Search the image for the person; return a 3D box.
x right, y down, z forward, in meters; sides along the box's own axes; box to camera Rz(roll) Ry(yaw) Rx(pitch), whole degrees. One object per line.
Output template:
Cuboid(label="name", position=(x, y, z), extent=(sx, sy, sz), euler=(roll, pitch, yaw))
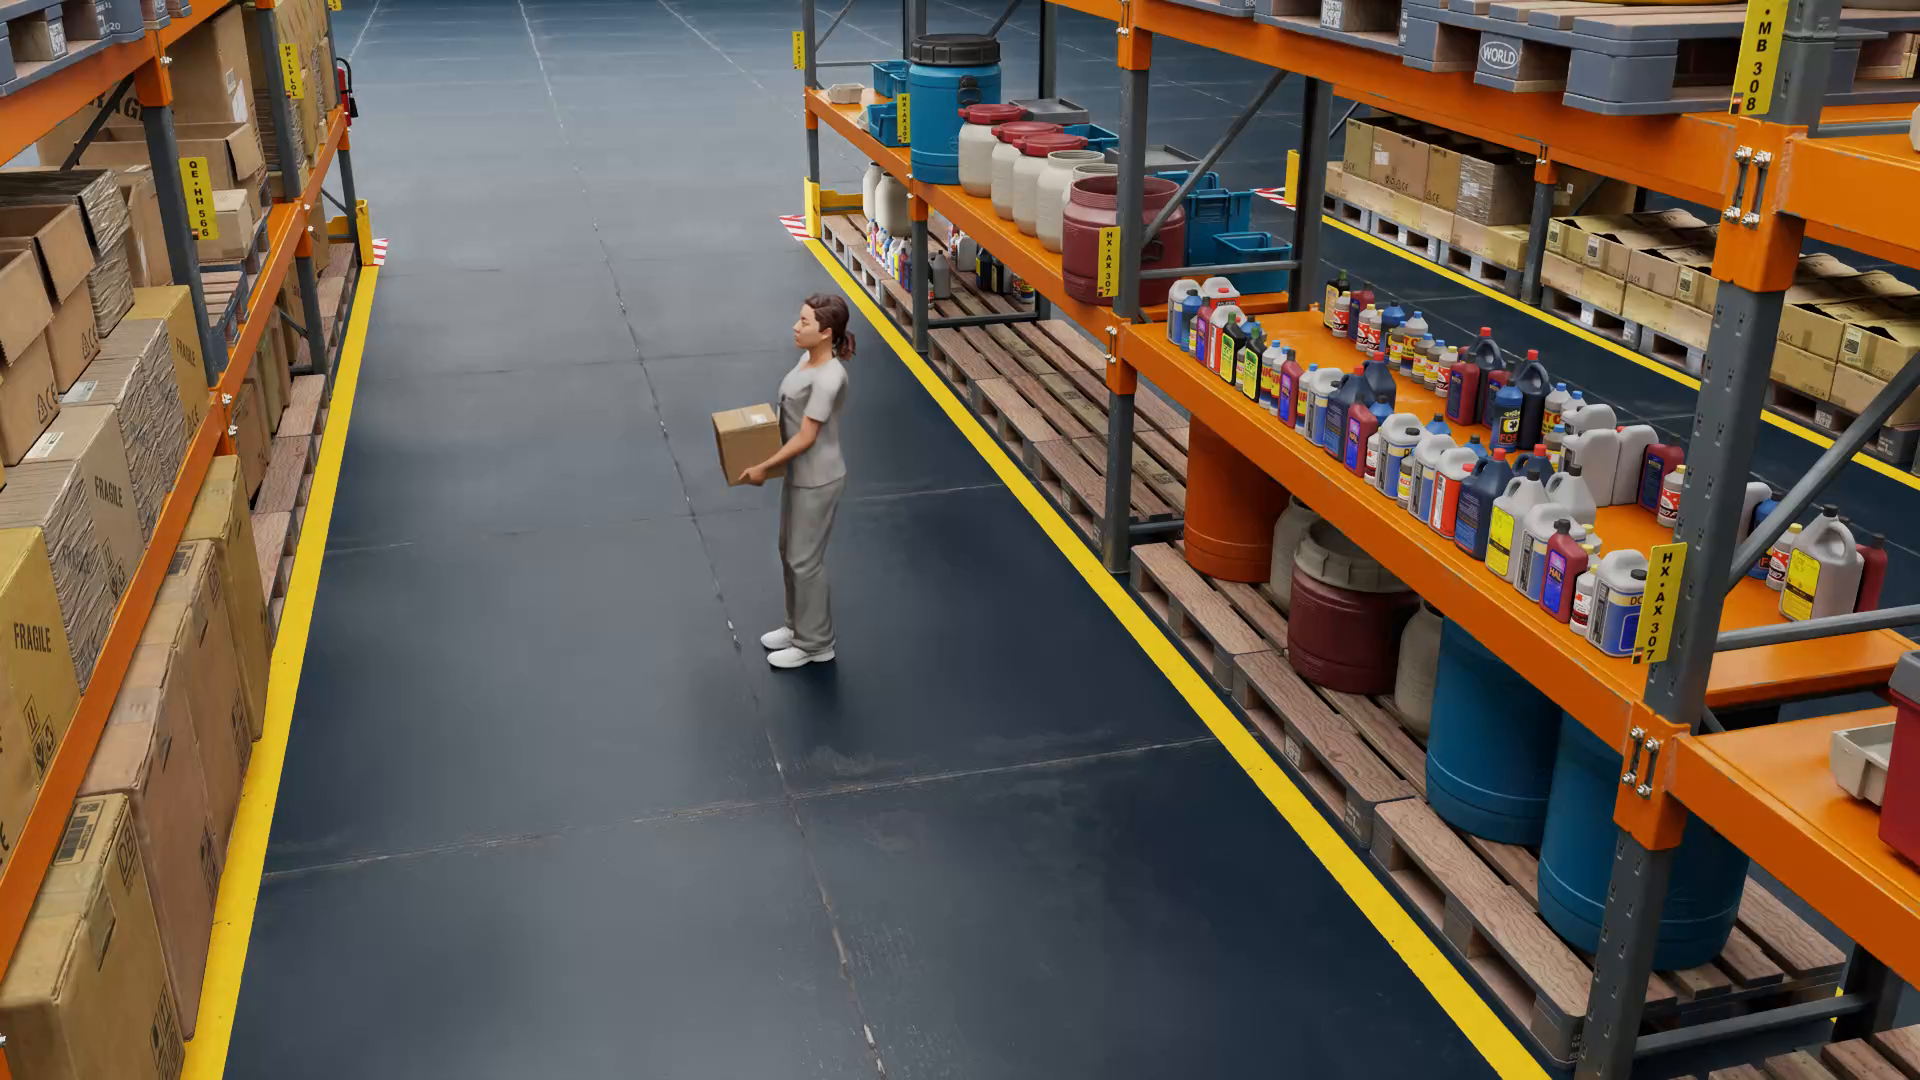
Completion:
Cuboid(label="person", position=(-0.700, -0.252, 7.206), extent=(0.554, 1.662, 0.437), euler=(-6, 24, -14))
